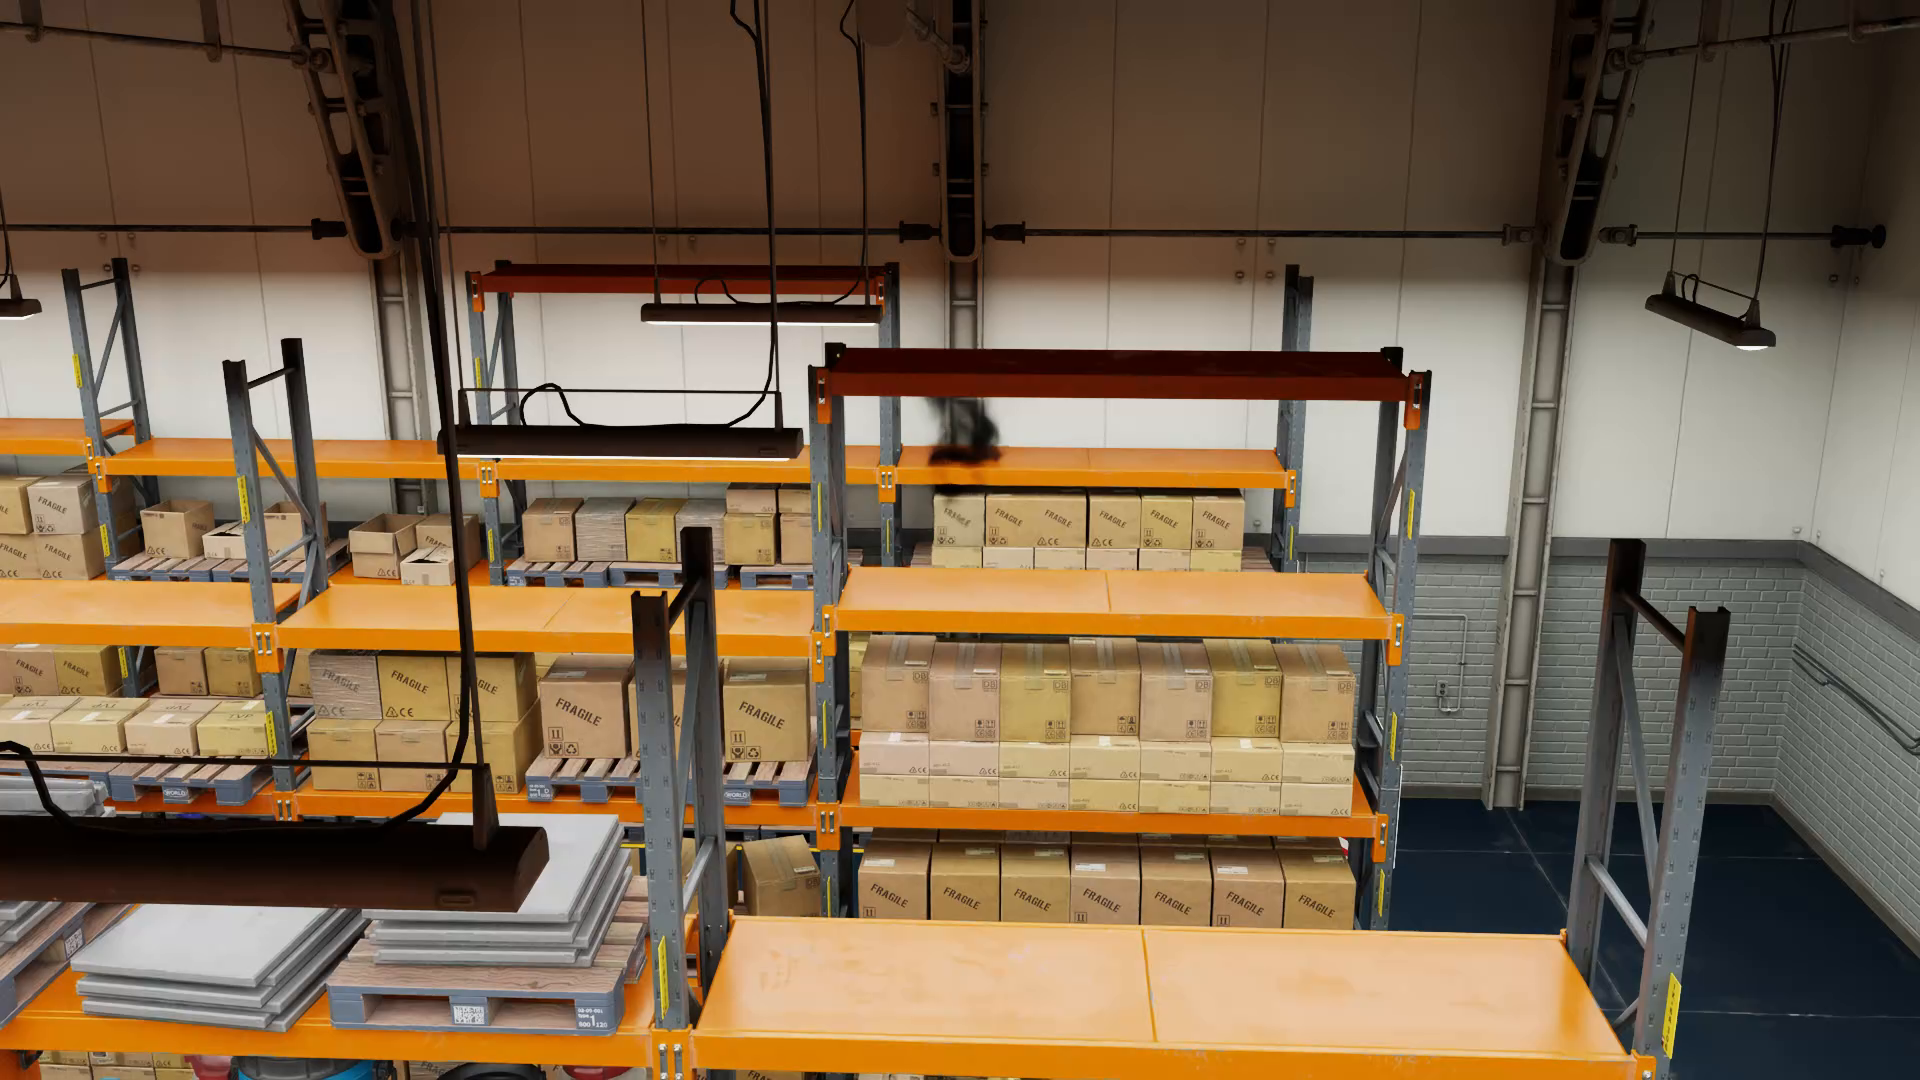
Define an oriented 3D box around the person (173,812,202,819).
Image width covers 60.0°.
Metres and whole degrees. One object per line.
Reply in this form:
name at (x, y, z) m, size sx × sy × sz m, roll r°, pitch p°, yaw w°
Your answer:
person at (-7.105, 3.088, 15.224) m, size 0.599 × 1.537 × 0.561 m, roll -2°, pitch 16°, yaw -8°
